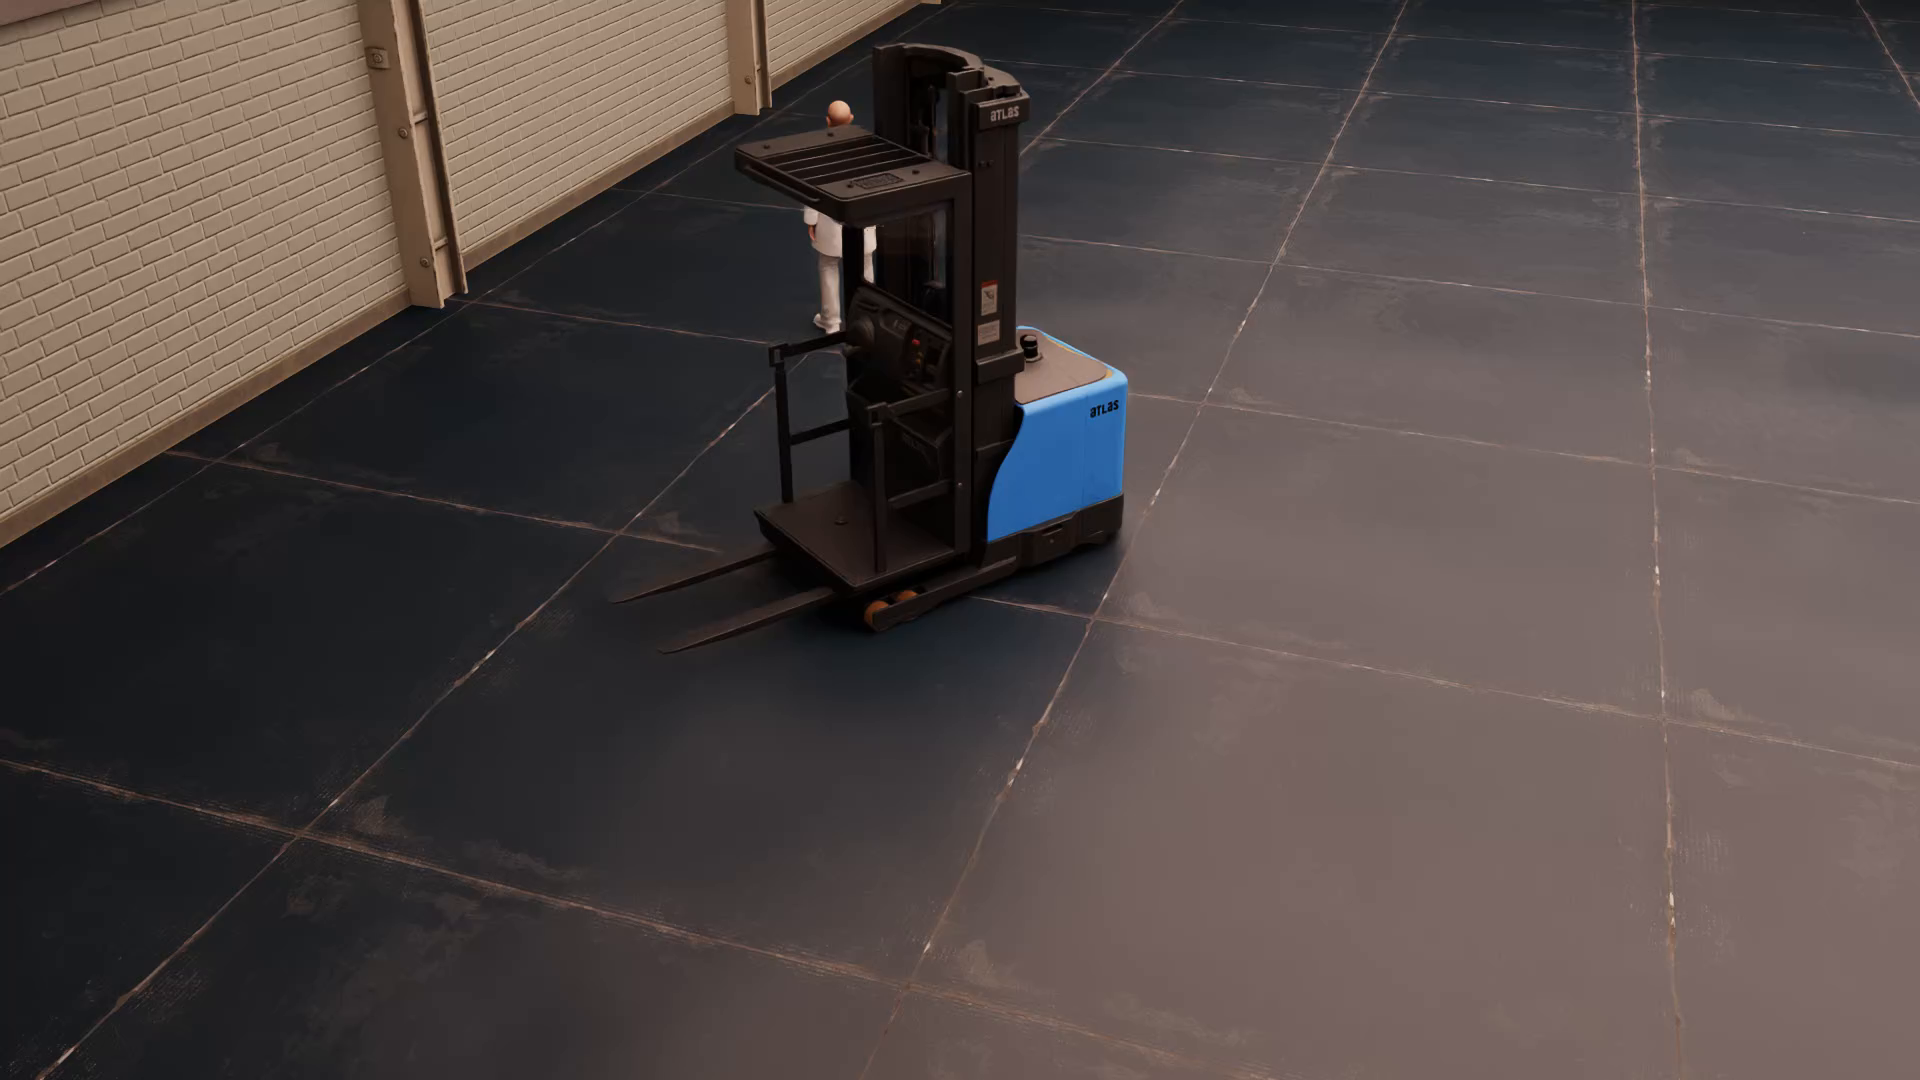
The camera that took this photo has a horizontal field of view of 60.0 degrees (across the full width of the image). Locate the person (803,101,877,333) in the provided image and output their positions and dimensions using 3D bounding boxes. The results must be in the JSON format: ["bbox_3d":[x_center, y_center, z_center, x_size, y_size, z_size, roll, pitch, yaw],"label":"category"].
[{"bbox_3d":[-0.867,-2.431,12.580,0.651,1.779,0.459,-7,30,-12],"label":"person"}]

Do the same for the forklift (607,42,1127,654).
[{"bbox_3d":[-0.508,-1.064,9.003,3.031,2.935,1.130,-20,35,-31],"label":"forklift"}]
